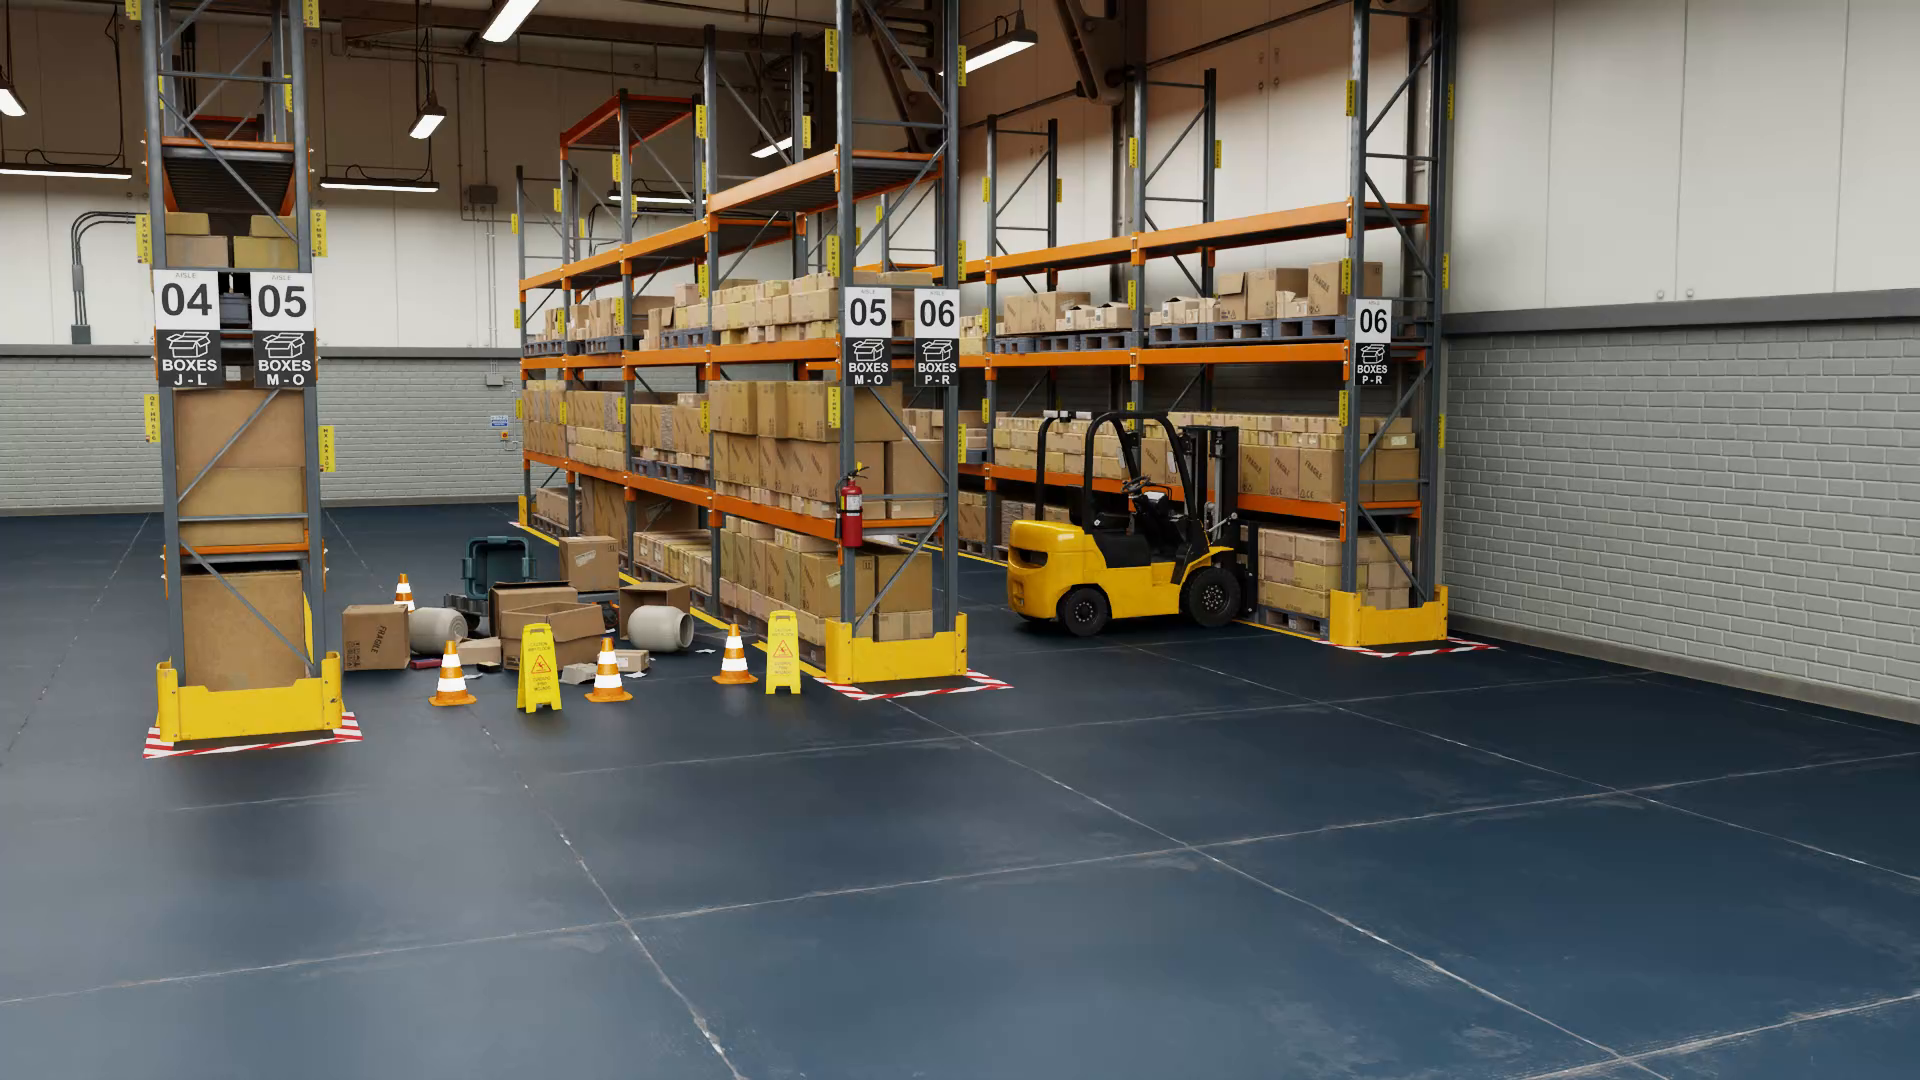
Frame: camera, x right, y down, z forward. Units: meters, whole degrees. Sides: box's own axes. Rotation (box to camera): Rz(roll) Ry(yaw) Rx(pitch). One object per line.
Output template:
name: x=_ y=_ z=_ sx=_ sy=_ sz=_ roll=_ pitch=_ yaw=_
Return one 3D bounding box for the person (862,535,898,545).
person: x=-0.984 y=0.179 z=18.771 sx=0.459 sy=0.981 sz=0.859 roll=-3 pitch=6 yaw=-25
